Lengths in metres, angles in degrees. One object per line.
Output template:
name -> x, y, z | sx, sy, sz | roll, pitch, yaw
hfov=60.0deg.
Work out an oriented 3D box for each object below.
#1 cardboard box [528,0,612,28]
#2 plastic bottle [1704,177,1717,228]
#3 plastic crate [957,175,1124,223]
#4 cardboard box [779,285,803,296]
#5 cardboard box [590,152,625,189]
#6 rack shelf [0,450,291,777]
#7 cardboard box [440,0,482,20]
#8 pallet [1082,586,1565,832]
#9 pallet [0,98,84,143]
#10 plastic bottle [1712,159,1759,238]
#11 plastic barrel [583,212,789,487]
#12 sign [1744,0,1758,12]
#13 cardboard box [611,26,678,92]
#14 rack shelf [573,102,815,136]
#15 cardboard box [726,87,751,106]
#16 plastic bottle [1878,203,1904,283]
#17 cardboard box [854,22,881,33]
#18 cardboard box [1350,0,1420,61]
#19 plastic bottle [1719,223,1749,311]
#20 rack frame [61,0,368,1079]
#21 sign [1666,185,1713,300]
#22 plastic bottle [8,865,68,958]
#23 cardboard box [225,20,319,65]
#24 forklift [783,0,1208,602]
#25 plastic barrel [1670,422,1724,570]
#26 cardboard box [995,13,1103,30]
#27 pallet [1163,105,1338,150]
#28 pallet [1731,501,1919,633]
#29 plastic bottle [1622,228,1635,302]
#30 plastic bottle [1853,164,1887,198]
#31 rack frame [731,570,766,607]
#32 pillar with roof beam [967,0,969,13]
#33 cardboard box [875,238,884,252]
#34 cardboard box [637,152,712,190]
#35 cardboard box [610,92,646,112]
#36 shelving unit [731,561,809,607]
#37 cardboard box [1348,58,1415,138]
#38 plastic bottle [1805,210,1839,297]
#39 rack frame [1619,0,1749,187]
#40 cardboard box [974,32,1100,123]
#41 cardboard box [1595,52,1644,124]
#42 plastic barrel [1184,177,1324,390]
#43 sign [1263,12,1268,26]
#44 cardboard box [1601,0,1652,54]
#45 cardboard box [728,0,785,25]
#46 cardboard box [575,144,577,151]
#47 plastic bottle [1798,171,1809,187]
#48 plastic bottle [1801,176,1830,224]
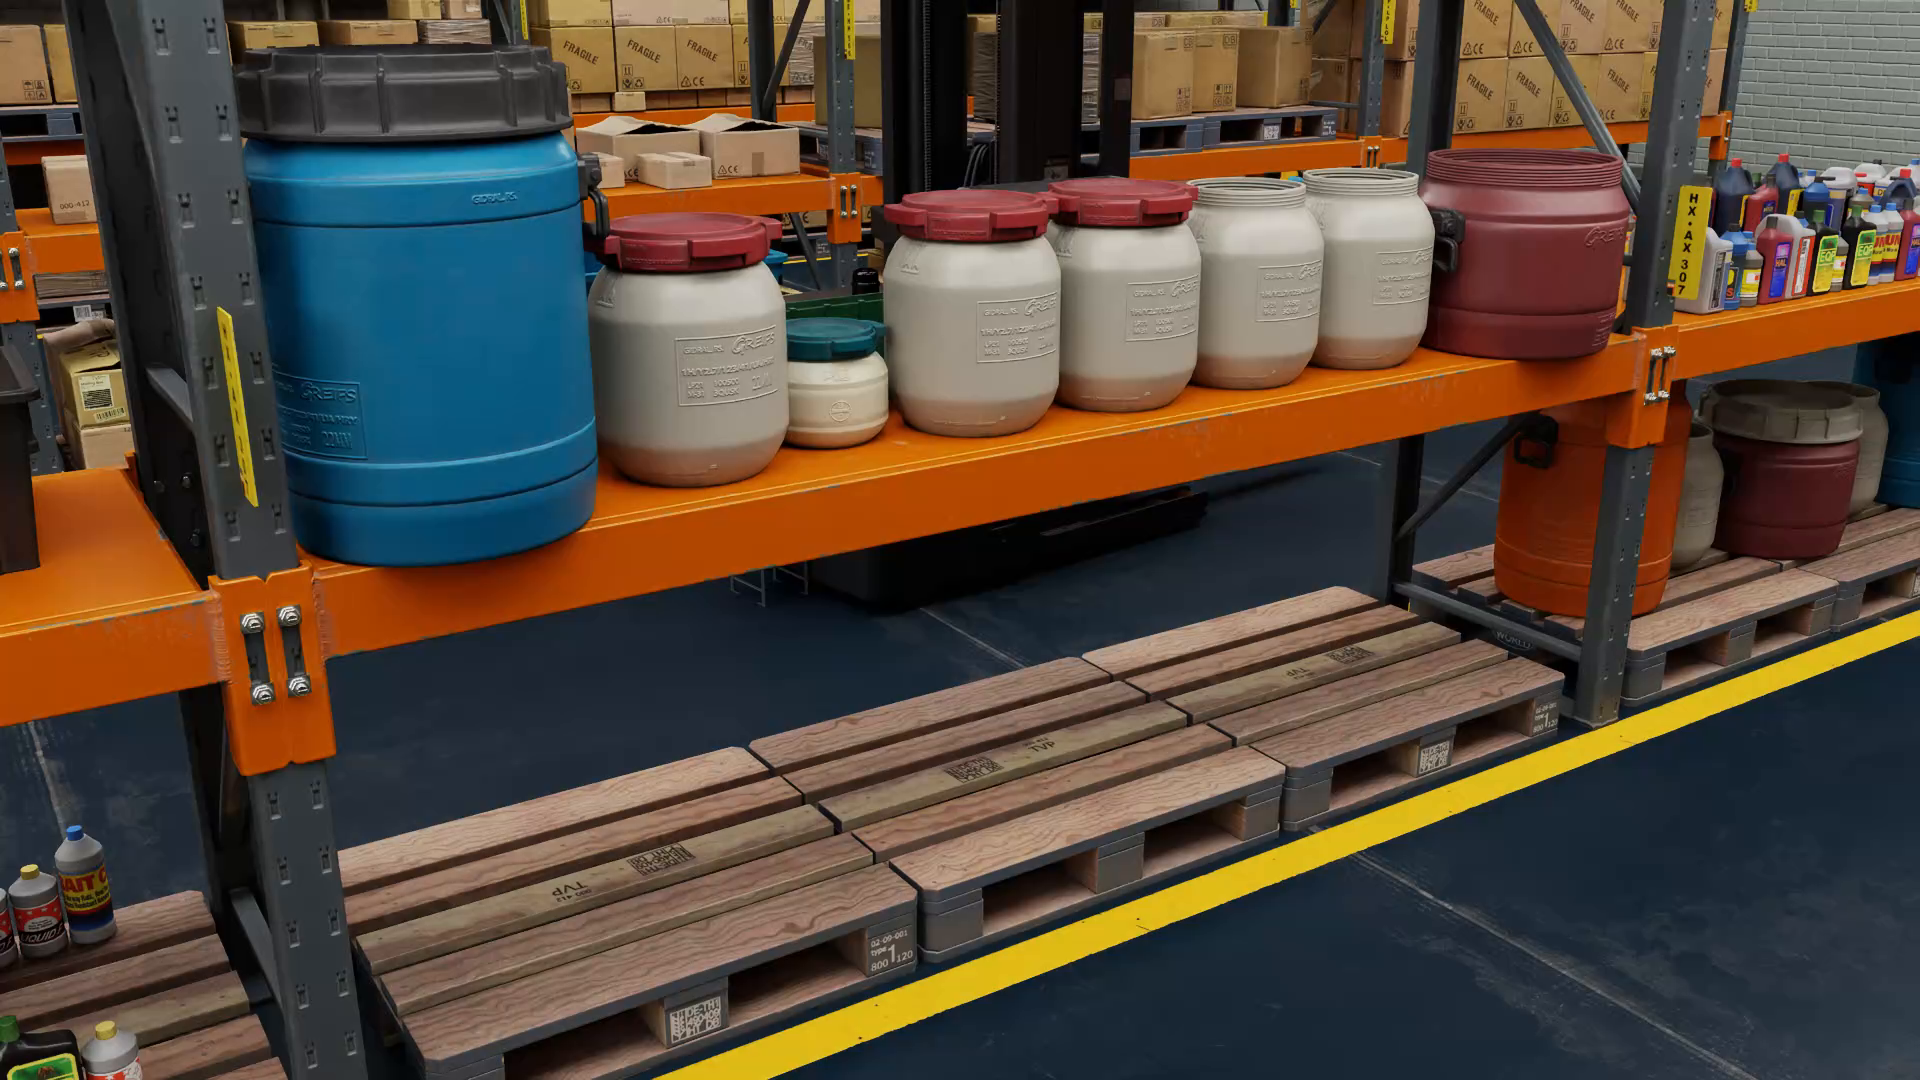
cardboard box -> -3.066, -4.163, 13.053 | 0.500, 0.250, 0.500 | -11, 22, -30
plastic bottle -> 2.895, -1.275, 6.516 | 0.133, 0.283, 0.061 | -12, 22, -31
plastic crate -> 0.320, -0.772, 4.744 | 0.583, 0.464, 0.402 | -12, 22, -31
cardboard box -> -1.186, -1.274, 9.090 | 0.500, 0.311, 0.500 | -11, 22, -30
cardboard box -> -1.918, -1.911, 8.606 | 0.250, 0.149, 0.380 | -10, 21, -27
rack shelf -> -3.174, 0.454, 2.343 | 4.000, 0.370, 1.077 | -12, 22, -31
cardboard box -> -3.883, -4.088, 12.798 | 0.250, 0.149, 0.380 | -16, 24, -38
pallet -> 1.169, 0.503, 5.427 | 1.213, 0.211, 1.003 | -12, 22, -31
pallet -> -6.234, -2.894, 11.422 | 1.213, 0.211, 1.003 | -12, 22, -31
plastic bottle -> 3.051, -1.324, 6.555 | 0.185, 0.351, 0.144 | -12, 22, -31
plastic barrel -> -0.584, -0.414, 3.573 | 0.433, 0.535, 0.433 | 0, 19, 0
sign -> 6.086, -4.225, 12.757 | 0.005, 0.325, 0.100 | -12, 22, -31
cardboard box -> -2.622, -3.899, 13.441 | 0.500, 0.500, 0.500 | -11, 22, -30
rack shelf -> -1.941, -3.605, 14.349 | 4.000, 0.370, 1.077 | -12, 22, -31
cardboard box -> -1.934, -3.754, 14.025 | 0.250, 0.149, 0.380 | -12, 22, -31
plastic bottle -> 3.260, -1.049, 5.864 | 0.097, 0.271, 0.097 | 0, 19, 0
cardboard box -> -0.938, -4.255, 14.496 | 0.500, 0.500, 0.500 | -12, 22, -31
cardboard box -> 3.005, -3.503, 11.205 | 0.500, 0.500, 0.500 | -11, 22, -30
plastic bottle -> 2.488, -0.886, 5.383 | 0.097, 0.271, 0.097 | 0, 19, 0
rack frame -> -1.503, -0.239, 3.270 | 0.127, 3.000, 1.000 | -12, 22, -31
sign -> 2.146, -0.875, 4.896 | 0.005, 0.325, 0.100 | -12, 22, -31
plastic bottle -> -2.095, 0.835, 3.775 | 0.097, 0.201, 0.097 | 0, 19, 0
cardboard box -> -5.027, -3.539, 12.186 | 0.500, 0.500, 0.700 | -12, 22, -31
forklift -> 0.475, -1.519, 7.161 | 3.031, 2.935, 1.130 | -15, 24, -38
plastic barrel -> 2.659, -0.179, 6.318 | 0.421, 0.512, 0.421 | 0, 19, 0
cardboard box -> 0.804, -4.659, 15.874 | 0.700, 0.700, 0.980 | -13, 22, -33
pallet -> 1.730, -2.772, 11.059 | 1.213, 0.211, 1.003 | -12, 22, -31
pallet -> 3.491, 0.013, 6.876 | 1.213, 0.211, 1.003 | -12, 22, -31
plastic bottle -> 2.293, -0.916, 5.464 | 0.135, 0.276, 0.152 | -12, 22, -31
plastic bottle -> 3.809, -1.447, 7.035 | 0.135, 0.276, 0.152 | -12, 22, -31
rack frame -> -0.834, -0.194, 6.413 | 0.006, 0.900, 0.240 | -15, 24, -38
pillar with roof beam -> 2.206, -6.344, 11.958 | 0.400, 9.000, 9.100 | -12, 22, -31
cardboard box -> -0.187, -1.888, 10.190 | 0.500, 0.250, 0.500 | -11, 22, -29
cardboard box -> -1.483, -1.918, 8.628 | 0.250, 0.149, 0.380 | -12, 22, -31
cardboard box -> -2.725, -3.547, 13.413 | 0.250, 0.149, 0.380 | -11, 22, -30
shelving unit -> -0.757, -0.215, 6.476 | 0.210, 0.900, 0.258 | -15, 24, -38
cardboard box -> 3.033, -3.038, 11.393 | 0.500, 0.500, 0.500 | -11, 22, -30
plastic bottle -> 2.900, -0.971, 5.617 | 0.133, 0.283, 0.061 | -12, 22, -31
rack frame -> 5.798, -3.679, 13.443 | 0.127, 3.000, 1.000 | -12, 22, -31
cardboard box -> 0.449, -2.767, 9.934 | 0.500, 0.500, 0.700 | -8, 20, -21
cardboard box -> 4.722, -3.396, 12.449 | 0.500, 0.500, 0.500 | -12, 22, -31
plastic barrel -> 0.744, -0.684, 4.411 | 0.421, 0.512, 0.421 | 0, 19, 0
sign -> 2.152, -3.528, 11.645 | 0.005, 0.325, 0.100 | -12, 22, -31
cardboard box -> 4.725, -3.866, 12.279 | 0.500, 0.500, 0.500 | -11, 22, -30
cardboard box -> -1.804, -4.434, 13.853 | 0.500, 0.250, 0.500 | -12, 22, -33
cardboard box -> -2.925, -2.869, 13.748 | 0.750, 0.750, 0.750 | -12, 22, -32
plastic bottle -> 3.422, -1.374, 6.826 | 0.097, 0.271, 0.097 | 0, 19, 0
plastic bottle -> 3.420, -1.318, 6.661 | 0.097, 0.271, 0.097 | 0, 19, 0
